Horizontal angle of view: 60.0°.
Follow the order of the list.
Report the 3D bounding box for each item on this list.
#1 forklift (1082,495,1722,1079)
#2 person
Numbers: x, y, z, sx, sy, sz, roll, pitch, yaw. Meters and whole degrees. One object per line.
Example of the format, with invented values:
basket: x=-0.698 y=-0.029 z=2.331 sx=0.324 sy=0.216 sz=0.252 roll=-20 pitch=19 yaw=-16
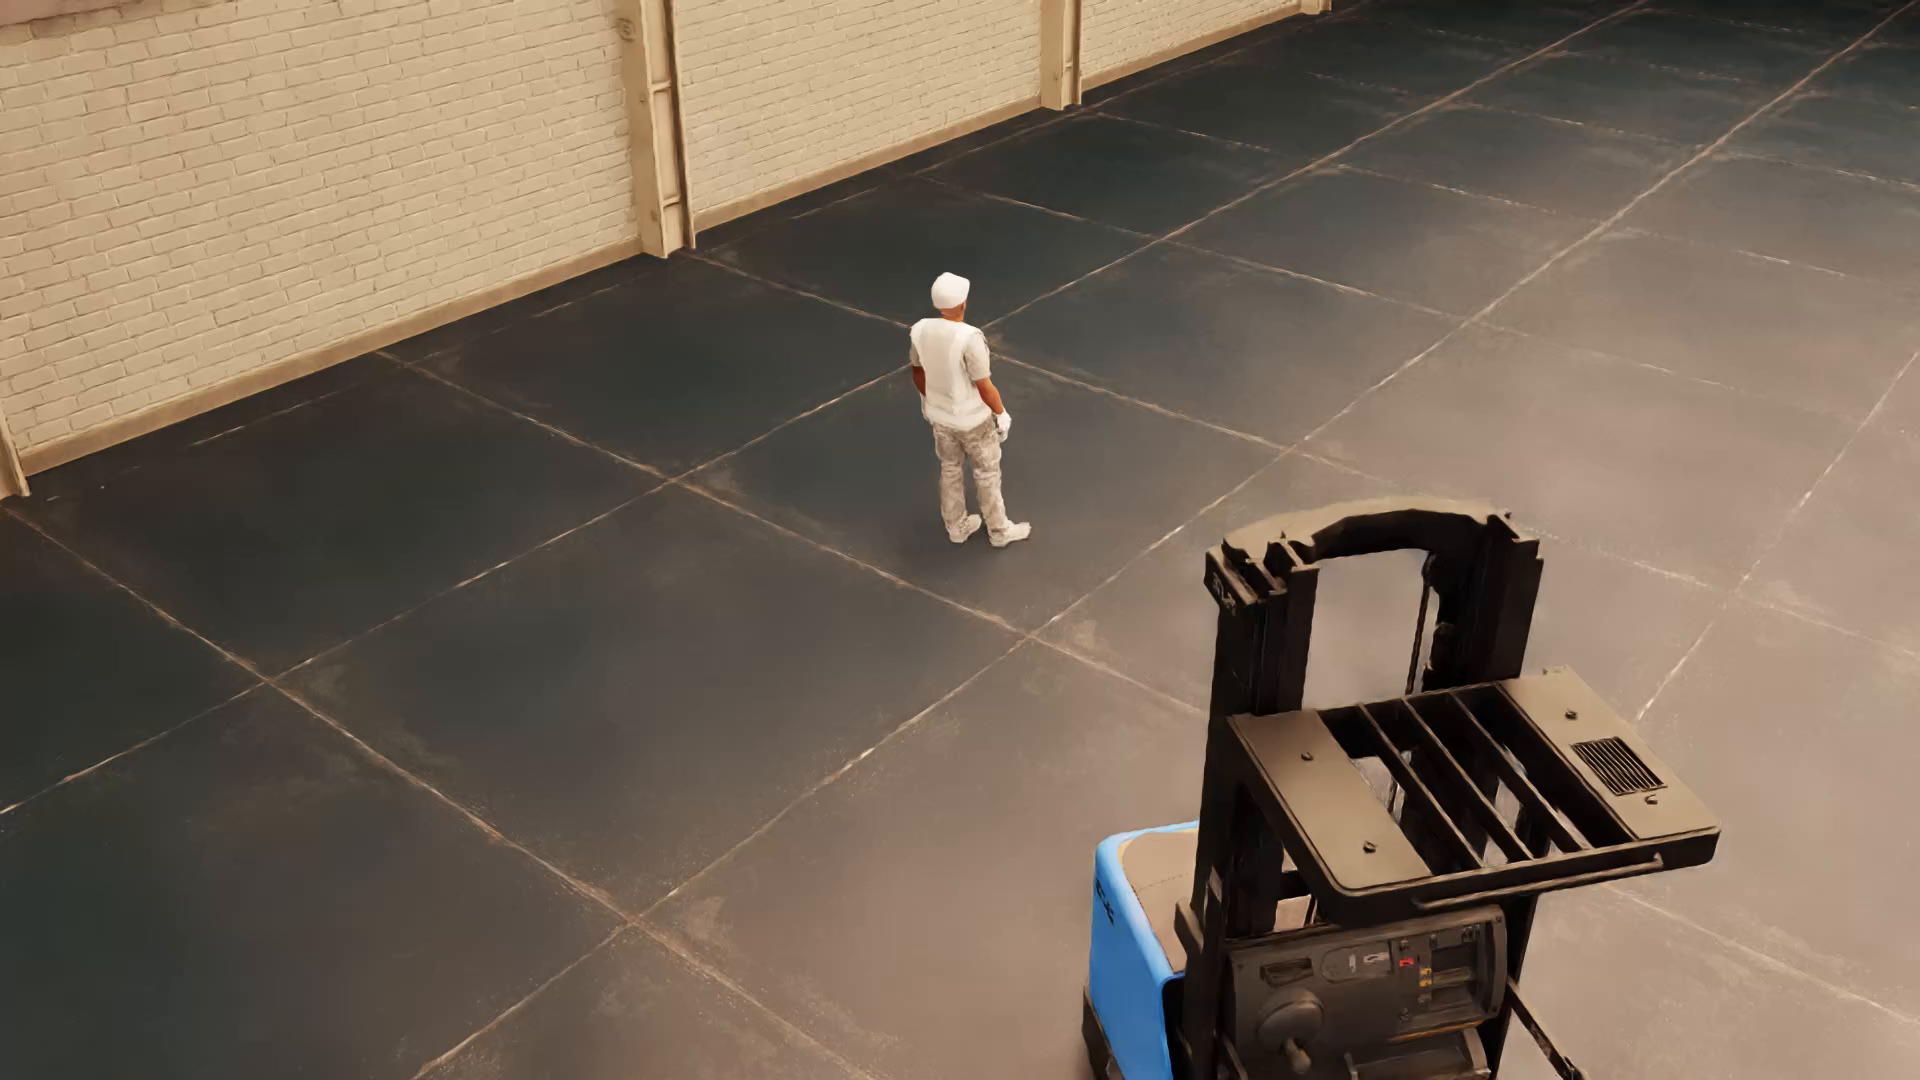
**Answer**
forklift: x=1.350 y=1.470 z=5.079 sx=1.130 sy=2.935 sz=3.031 roll=-7 pitch=31 yaw=-12
person: x=0.052 y=-0.802 z=10.091 sx=0.655 sy=1.782 sz=0.576 roll=22 pitch=37 yaw=33
